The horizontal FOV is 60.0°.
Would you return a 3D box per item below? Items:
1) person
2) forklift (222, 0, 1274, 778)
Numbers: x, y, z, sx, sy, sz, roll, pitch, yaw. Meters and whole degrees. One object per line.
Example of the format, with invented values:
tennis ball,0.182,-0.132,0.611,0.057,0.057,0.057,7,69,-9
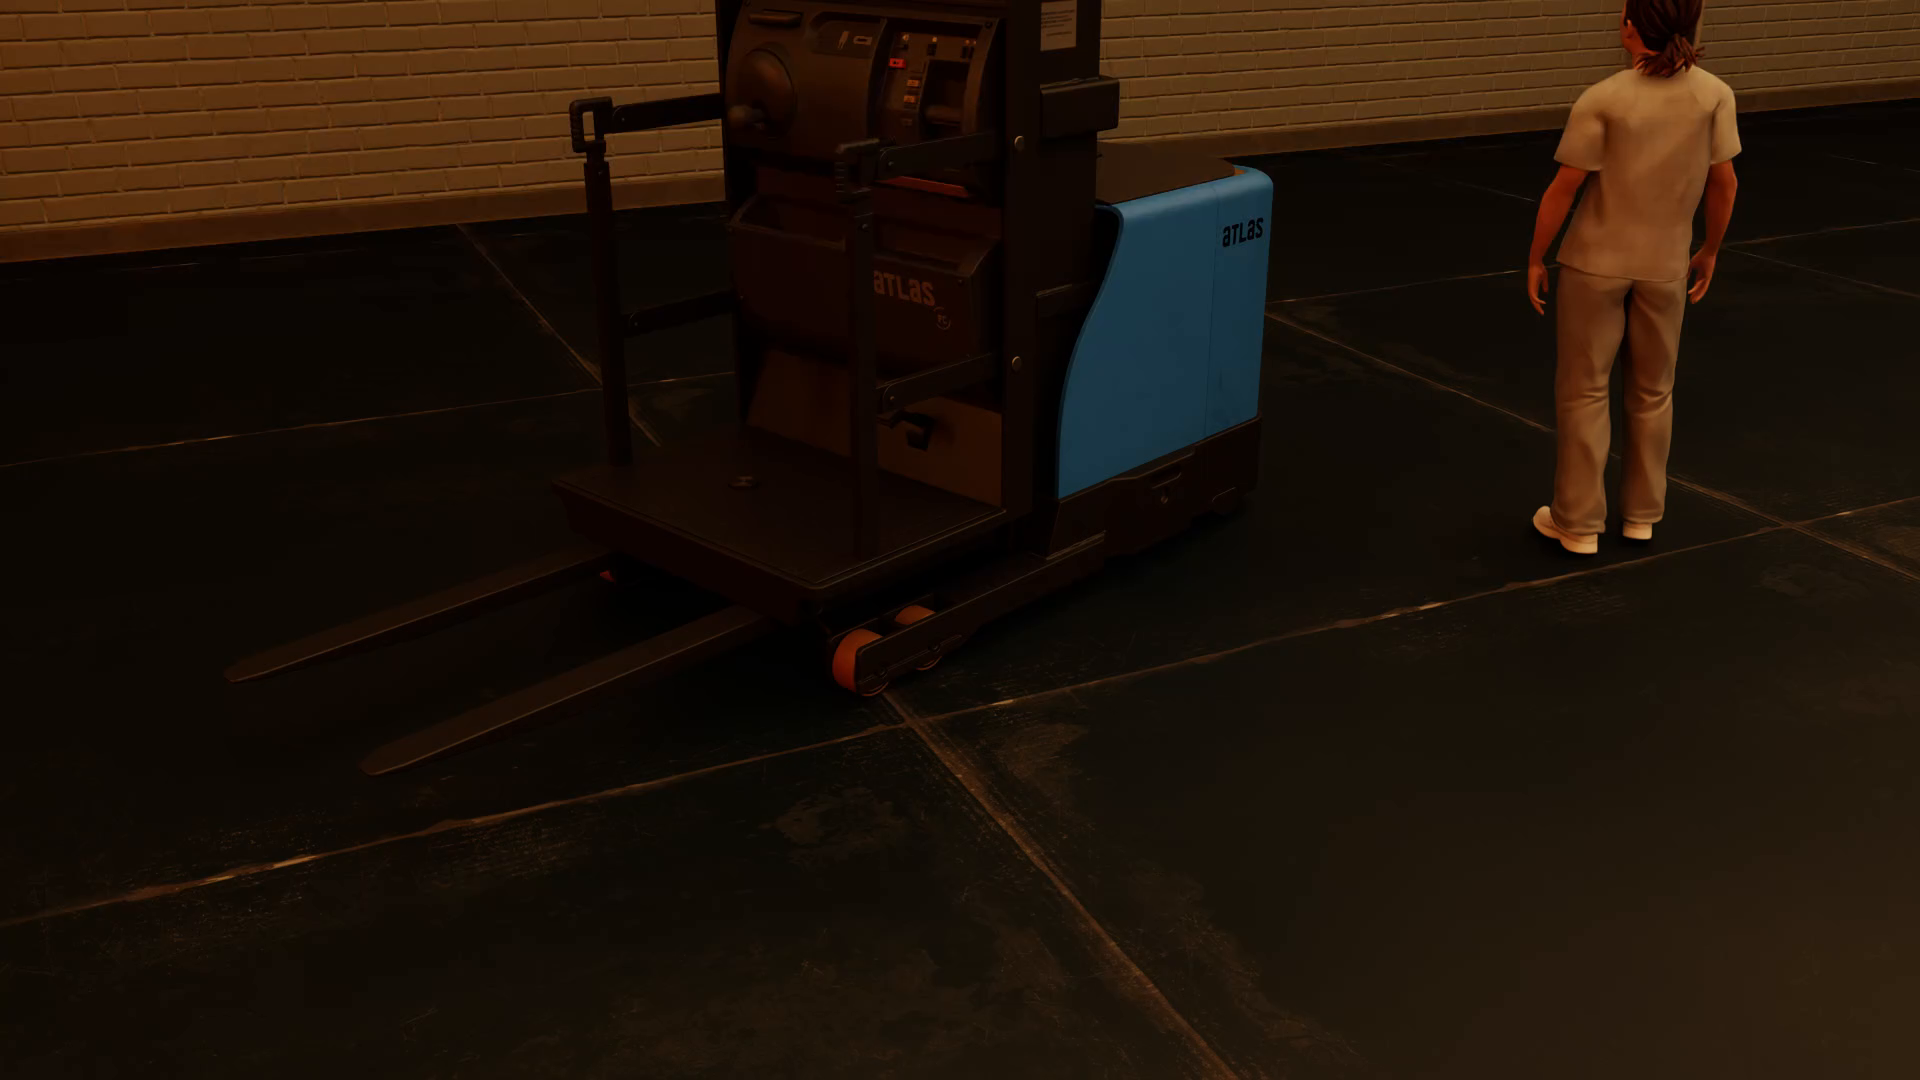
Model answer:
person,1.894,-0.776,4.778,0.557,1.679,0.526,1,23,3
forklift,-0.413,-1.182,4.131,1.130,2.935,3.031,19,29,39
